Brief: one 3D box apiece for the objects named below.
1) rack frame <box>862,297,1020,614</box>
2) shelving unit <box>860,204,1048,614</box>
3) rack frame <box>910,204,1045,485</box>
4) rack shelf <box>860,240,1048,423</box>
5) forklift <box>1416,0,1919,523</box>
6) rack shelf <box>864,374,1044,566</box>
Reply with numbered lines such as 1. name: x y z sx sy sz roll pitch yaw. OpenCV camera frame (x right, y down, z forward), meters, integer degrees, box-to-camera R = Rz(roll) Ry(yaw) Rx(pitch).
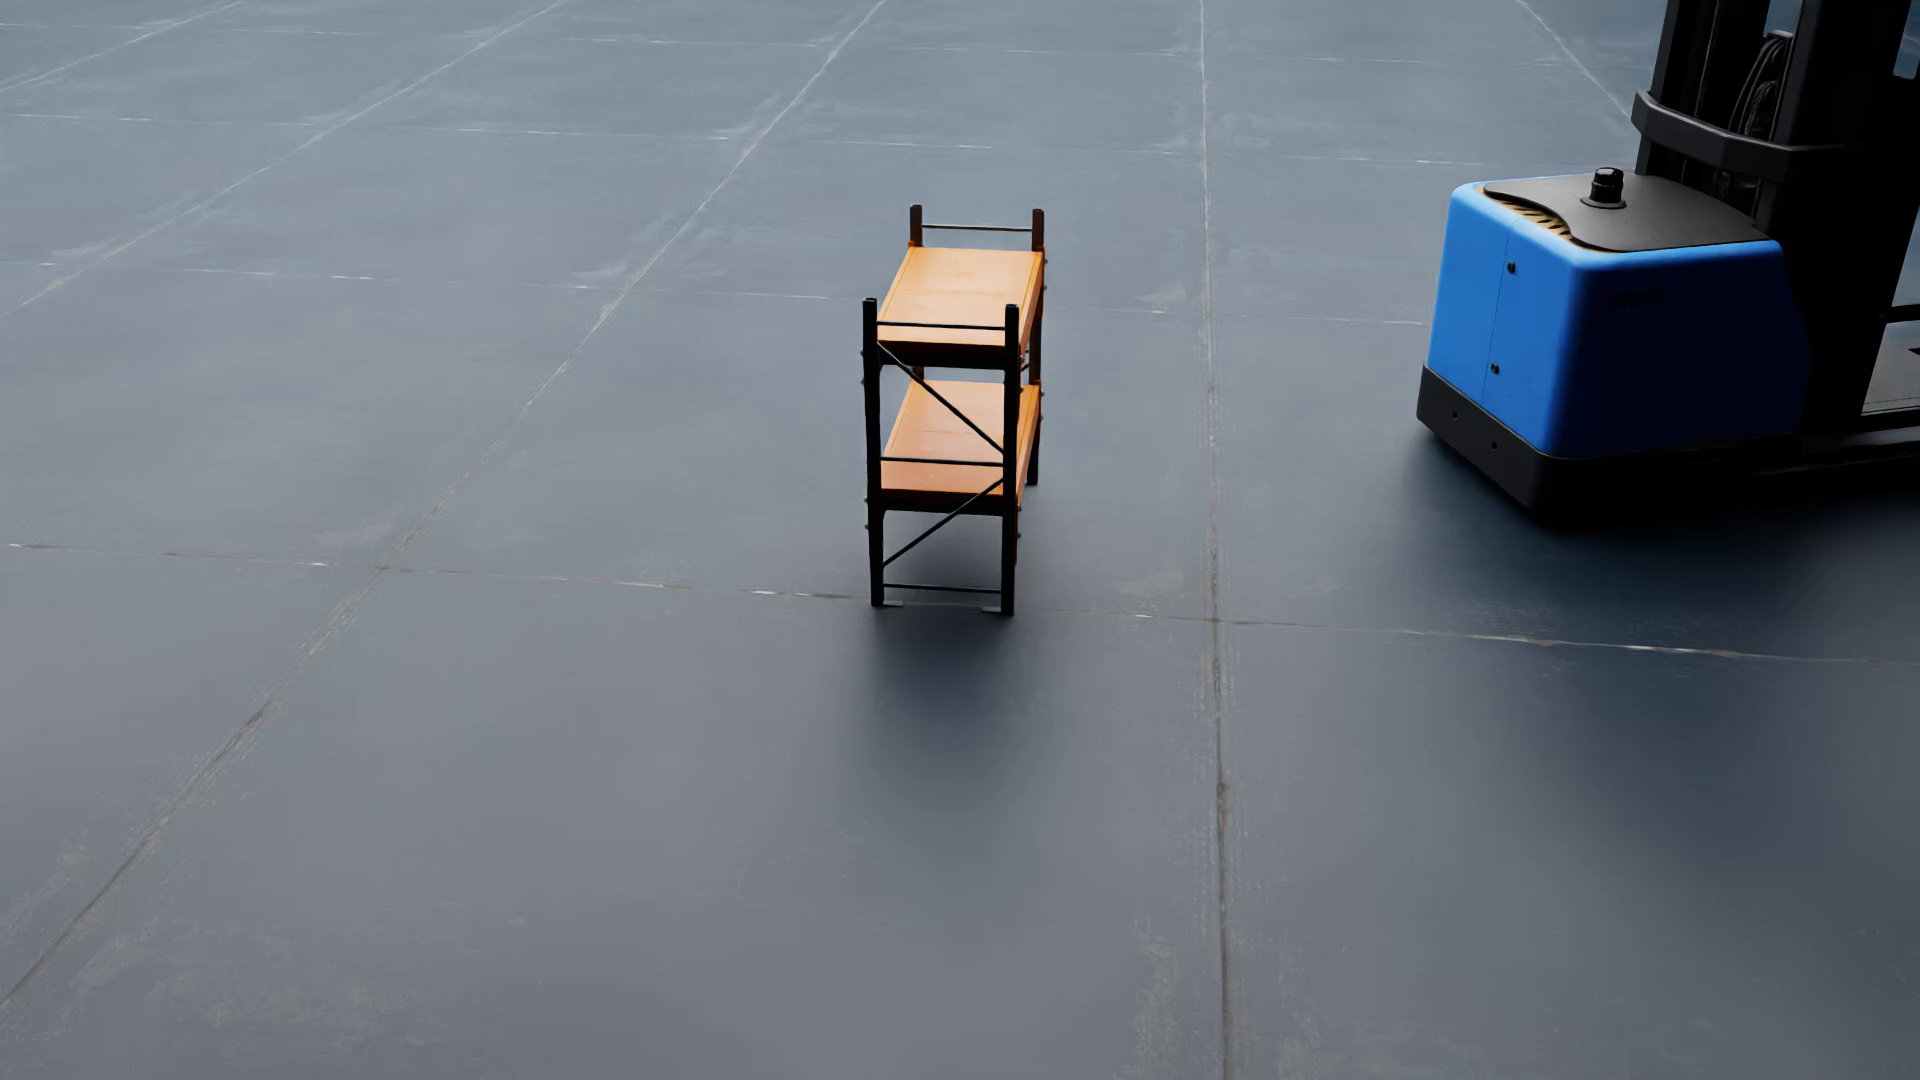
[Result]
1. rack frame: -0.061 -0.259 5.545 0.500 1.125 0.032 3 28 6
2. shelving unit: 0.001 -0.498 5.989 0.538 1.125 1.048 3 28 6
3. rack frame: 0.063 -0.738 6.433 0.500 1.125 0.032 3 28 6
4. rack shelf: 0.001 -0.756 5.850 0.538 0.278 1.000 3 28 6
5. forklift: 3.514 -1.723 6.358 3.031 2.935 1.130 -7 29 -13
6. rack shelf: 0.001 -0.283 6.105 0.538 0.278 1.000 3 28 6
